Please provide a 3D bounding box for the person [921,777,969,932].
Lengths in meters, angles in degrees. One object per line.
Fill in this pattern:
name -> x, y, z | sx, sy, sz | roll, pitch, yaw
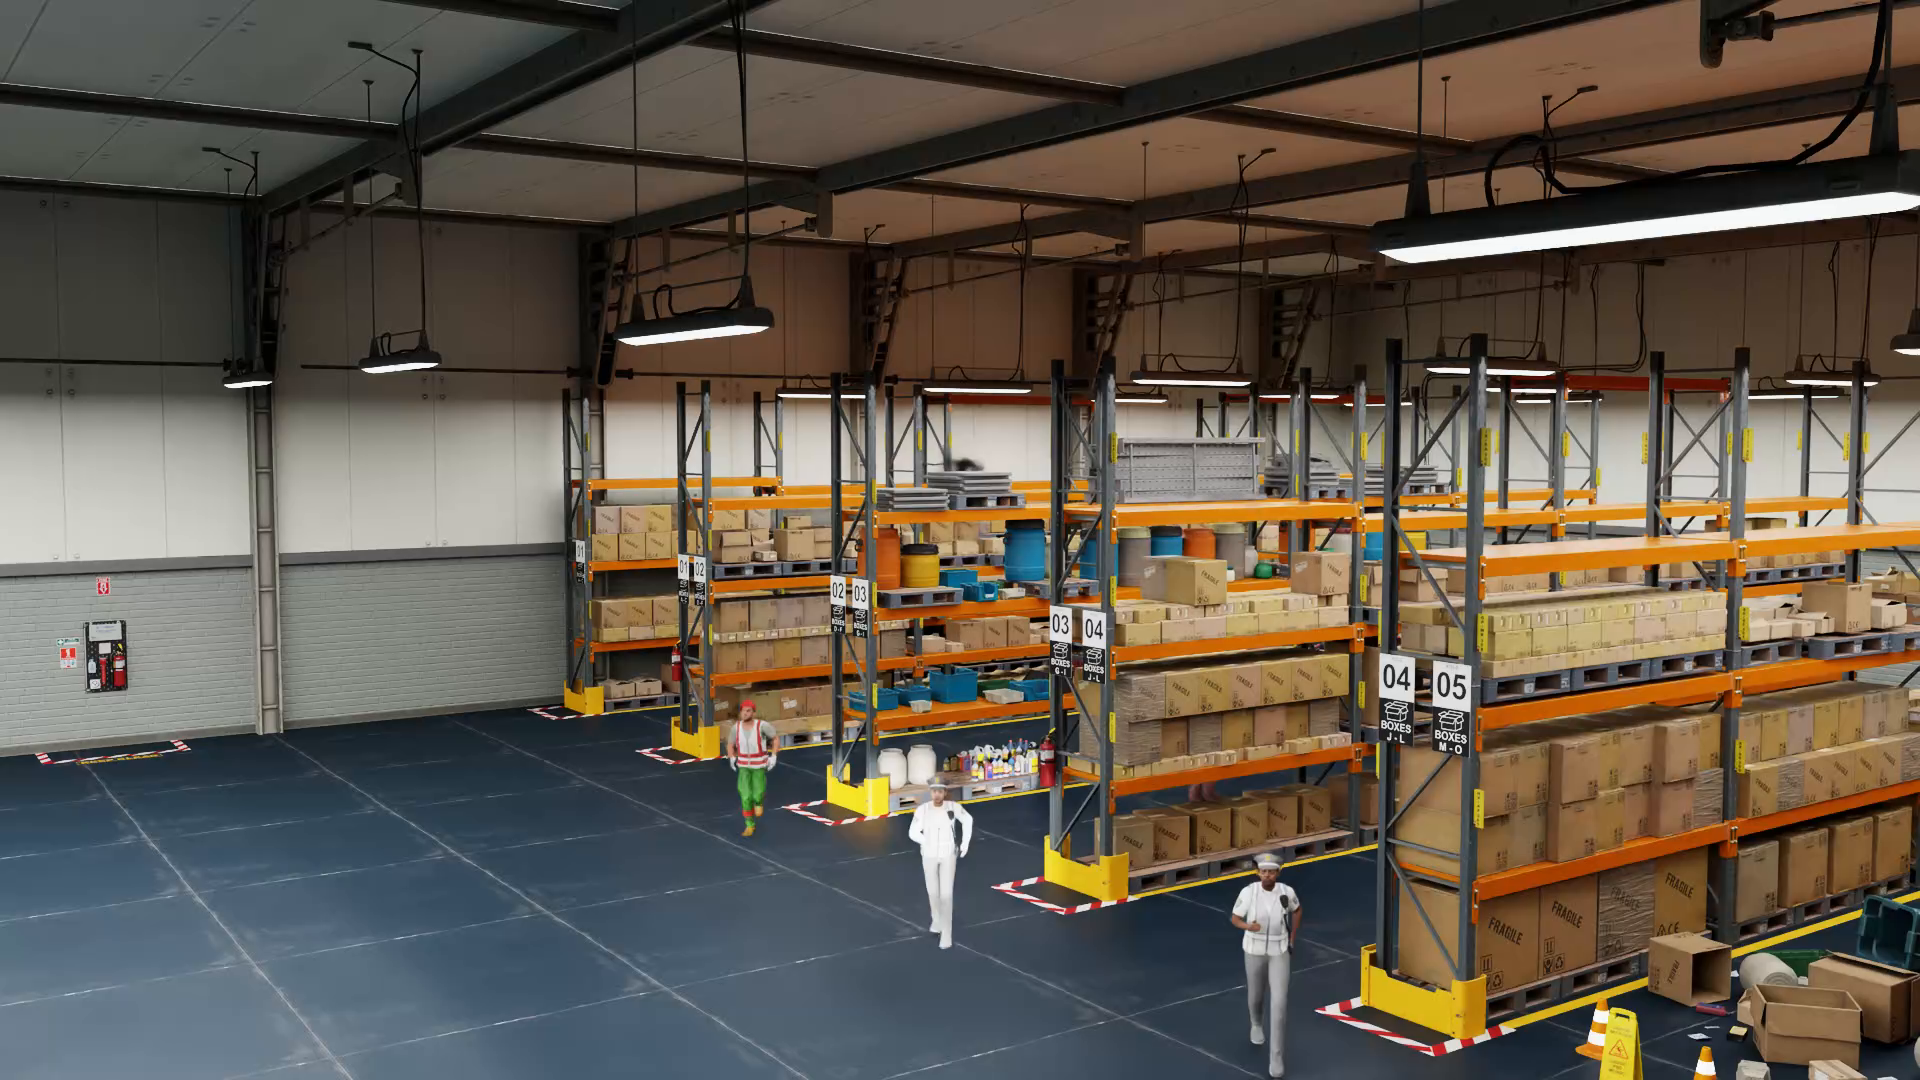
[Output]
person -> -0.164, 3.157, 16.826 | 0.485, 1.561, 0.711 | 0, 4, 7

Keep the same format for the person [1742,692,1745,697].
person -> 10.776, 2.814, 23.074 | 0.769, 1.498, 0.531 | -3, 5, -40

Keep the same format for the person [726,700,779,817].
person -> -1.983, 2.374, 28.227 | 0.714, 1.518, 14.069 | 0, 4, 6

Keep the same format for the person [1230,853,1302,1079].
person -> 2.513, 3.423, 13.678 | 0.580, 1.737, 0.821 | 1, 4, 12
